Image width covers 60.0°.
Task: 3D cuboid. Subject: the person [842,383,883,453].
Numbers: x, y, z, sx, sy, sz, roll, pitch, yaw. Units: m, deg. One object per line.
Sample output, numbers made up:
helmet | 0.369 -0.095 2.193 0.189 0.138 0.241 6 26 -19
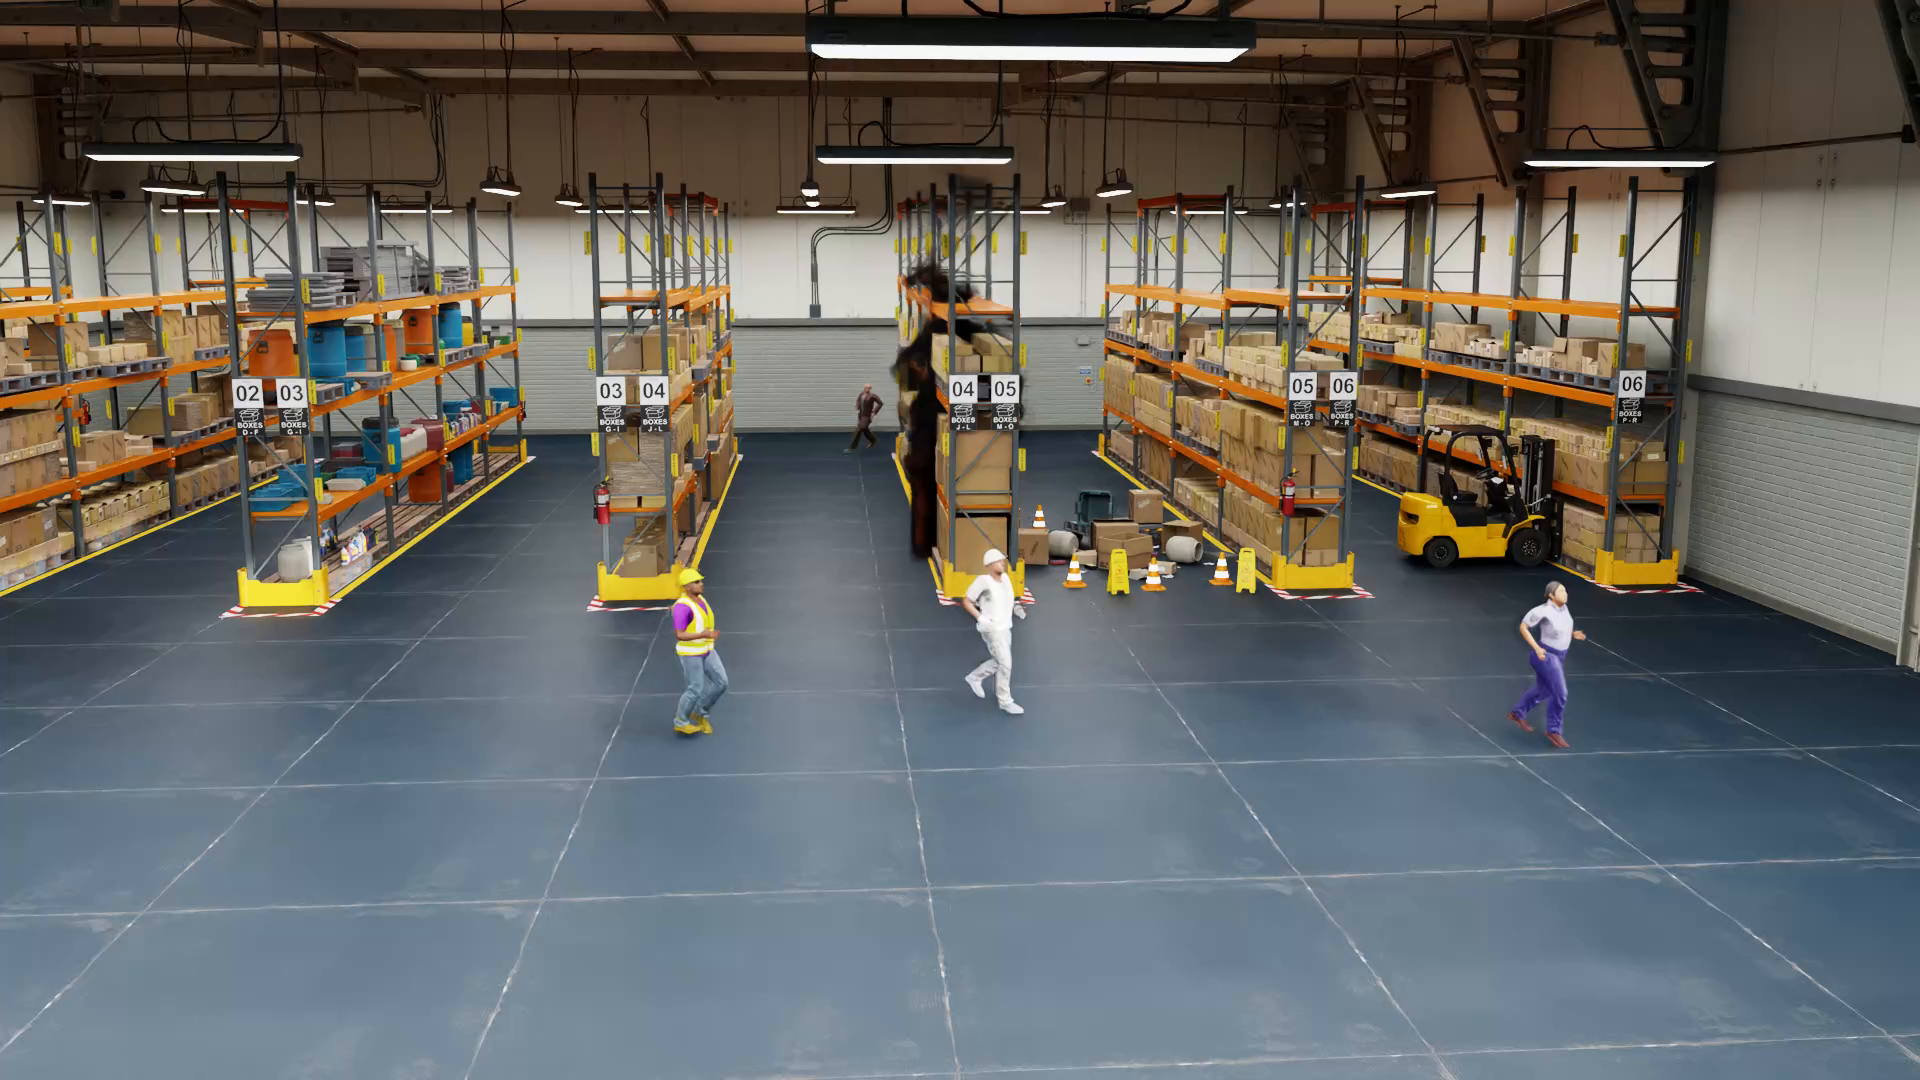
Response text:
person | -2.287 -2.967 40.629 1.086 1.675 0.782 -8 13 -40

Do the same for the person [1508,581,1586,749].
person | 5.987 1.239 16.985 0.739 1.700 0.596 9 14 43

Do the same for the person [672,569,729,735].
person | -2.660 1.168 17.067 0.649 1.772 0.677 4 11 23

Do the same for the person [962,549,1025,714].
person | 0.351 0.972 18.089 0.804 1.775 0.688 6 12 32
